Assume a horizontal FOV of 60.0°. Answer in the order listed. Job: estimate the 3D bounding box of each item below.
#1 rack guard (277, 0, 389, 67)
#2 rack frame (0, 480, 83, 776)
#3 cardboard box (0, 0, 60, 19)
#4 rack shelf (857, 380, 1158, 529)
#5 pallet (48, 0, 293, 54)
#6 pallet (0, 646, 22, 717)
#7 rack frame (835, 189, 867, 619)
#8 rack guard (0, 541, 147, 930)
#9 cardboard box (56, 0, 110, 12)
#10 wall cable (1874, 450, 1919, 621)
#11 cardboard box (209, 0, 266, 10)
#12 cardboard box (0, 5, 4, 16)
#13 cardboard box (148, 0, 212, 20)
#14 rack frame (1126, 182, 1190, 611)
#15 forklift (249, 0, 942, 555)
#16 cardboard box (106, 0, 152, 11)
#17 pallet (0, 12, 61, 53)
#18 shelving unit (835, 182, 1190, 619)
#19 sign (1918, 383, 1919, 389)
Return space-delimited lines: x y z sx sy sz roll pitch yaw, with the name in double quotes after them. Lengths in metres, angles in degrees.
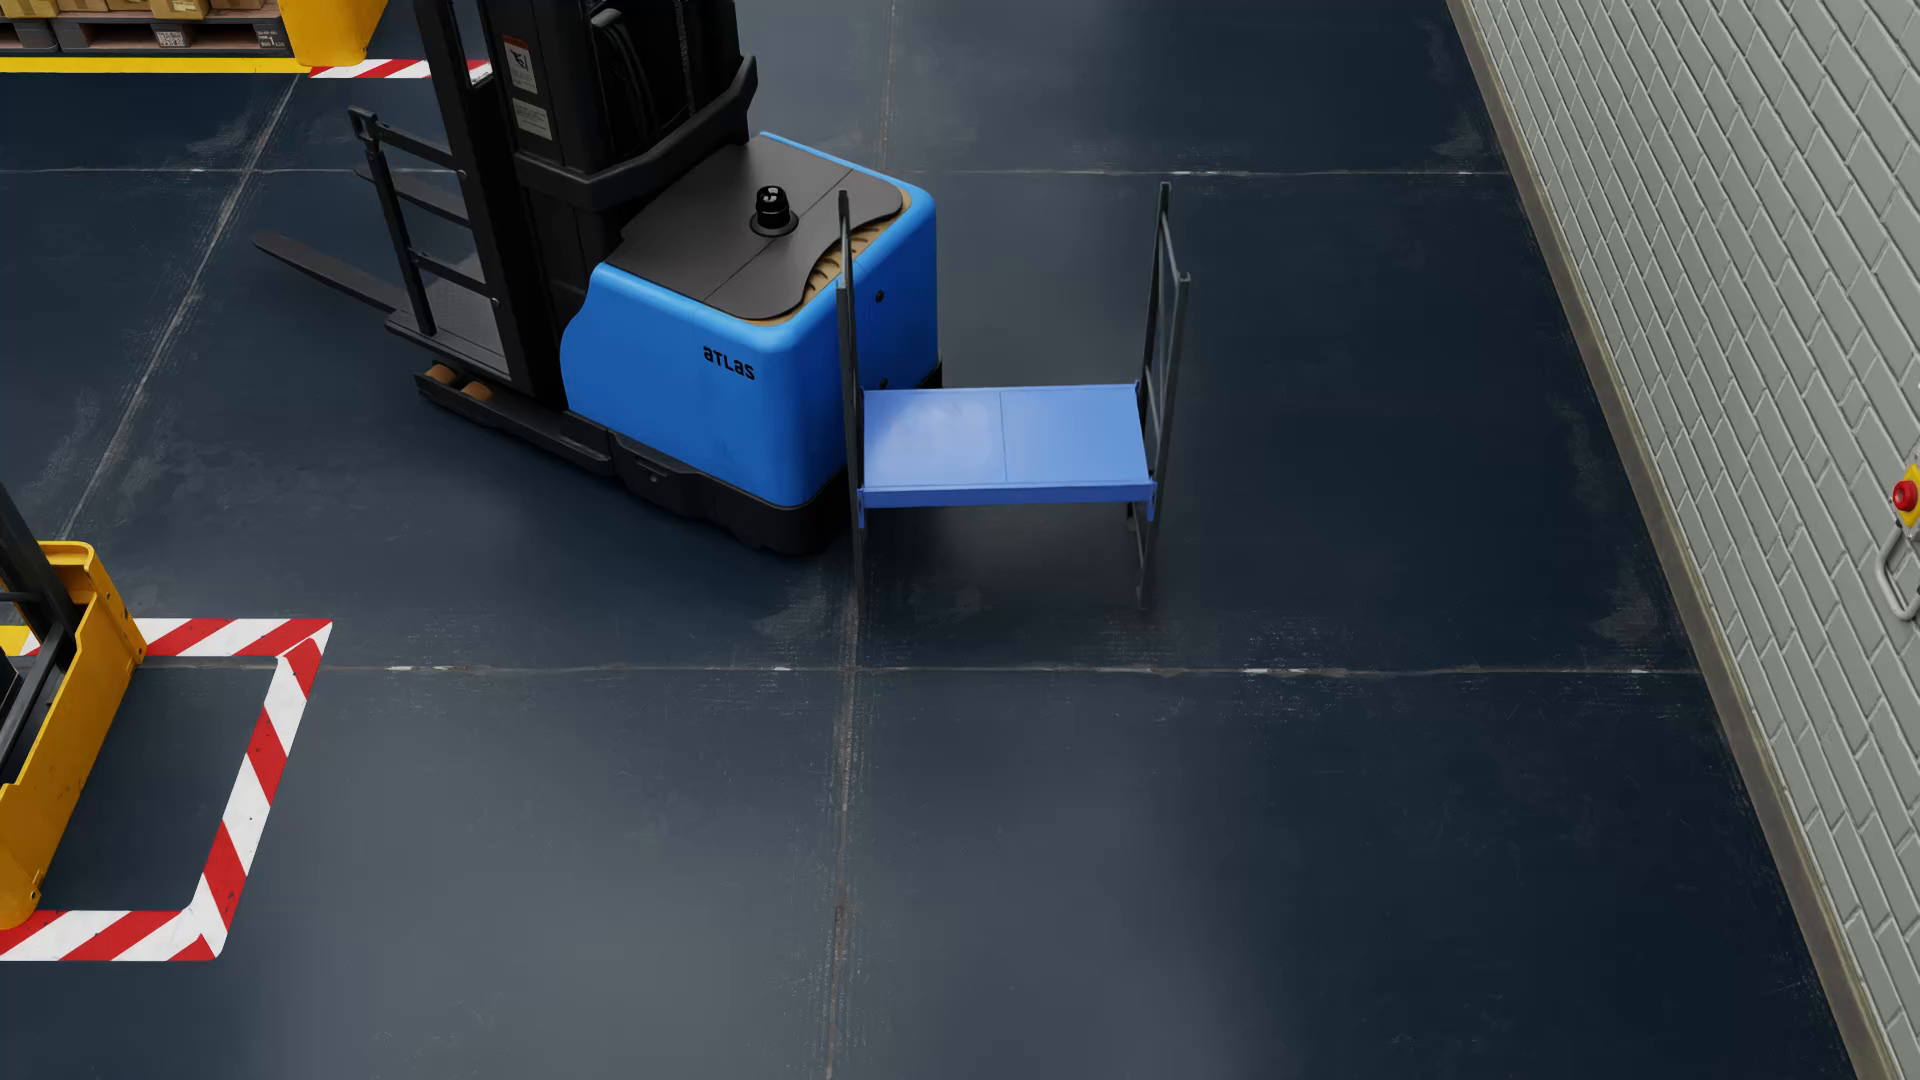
-3.234 -3.020 8.719 0.348 0.500 1.175 0 47 0 "rack guard"
-3.075 -0.248 4.431 0.127 3.000 1.000 0 47 0 "rack frame"
-4.709 -2.828 8.494 0.250 0.149 0.380 -2 47 -2 "cardboard box"
0.149 -0.302 5.752 1.000 0.185 0.538 -1 47 -1 "rack shelf"
-4.046 -2.949 8.851 1.213 0.211 1.003 0 47 0 "pallet"
-3.875 0.758 5.401 1.213 0.211 1.003 0 47 0 "pallet"
-0.359 -0.411 5.608 0.032 1.500 0.500 -1 47 -1 "rack frame"
-3.051 0.604 5.346 0.348 0.500 1.175 0 47 0 "rack guard"
-4.454 -2.873 8.536 0.250 0.149 0.380 1 47 1 "cardboard box"
2.563 -0.606 4.049 0.123 1.953 0.585 0 47 0 "wall cable"
-3.685 -2.892 8.553 0.250 0.149 0.380 1 47 1 "cardboard box"
-4.982 -2.843 8.508 0.250 0.149 0.380 1 47 1 "cardboard box"
-3.943 -2.818 8.485 0.250 0.149 0.380 1 47 1 "cardboard box"
0.657 -0.437 5.632 0.032 1.500 0.500 -1 47 -1 "rack frame"
-1.596 -1.773 5.898 3.031 2.935 1.130 24 52 21 "forklift"
-4.207 -2.882 8.544 0.250 0.149 0.380 0 47 0 "cardboard box"
-5.263 -2.955 8.856 1.213 0.211 1.003 0 47 0 "pallet"
0.149 -0.424 5.620 1.048 1.500 0.538 -1 47 -1 "shelving unit"
2.625 -0.376 4.367 0.001 0.218 0.327 0 47 0 "sign"
